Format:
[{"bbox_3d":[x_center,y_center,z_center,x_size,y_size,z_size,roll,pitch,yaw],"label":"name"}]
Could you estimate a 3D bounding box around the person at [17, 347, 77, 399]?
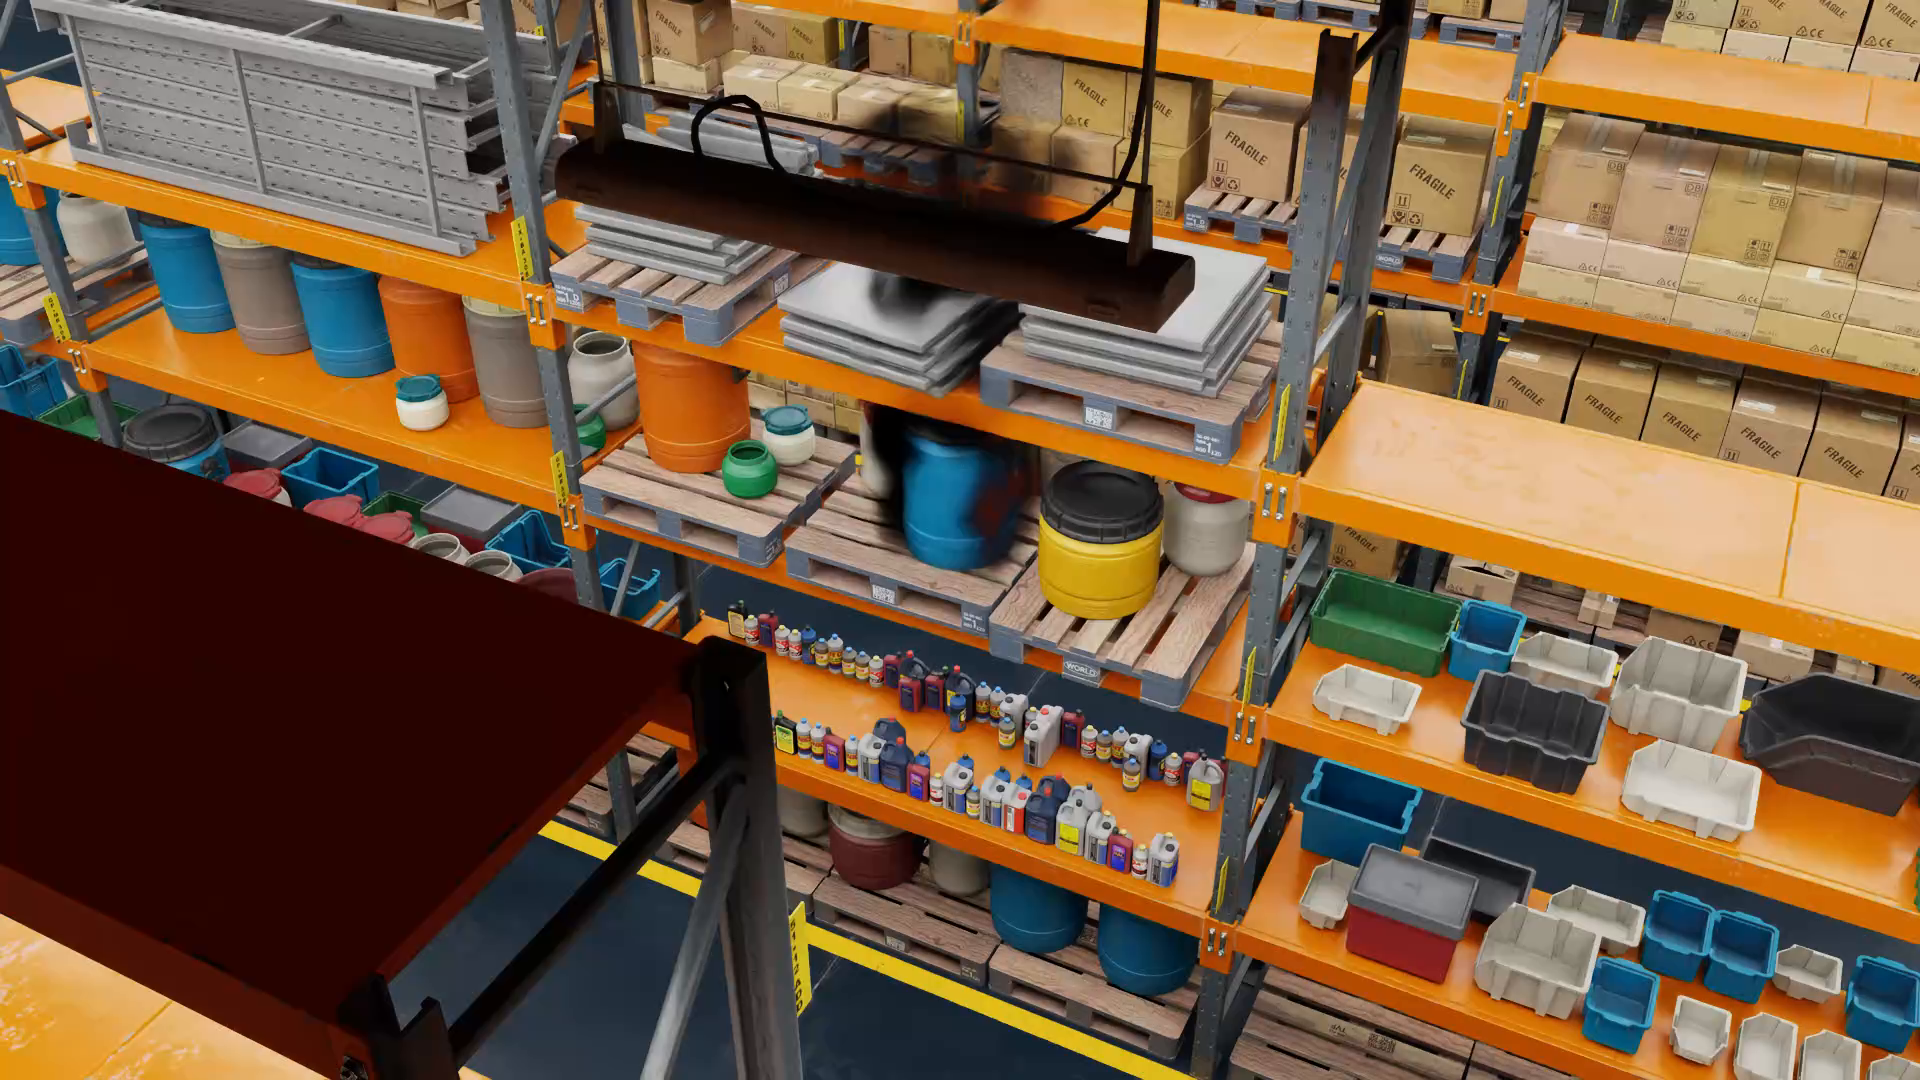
[{"bbox_3d":[-8.304,-1.701,14.931,0.824,1.602,0.576,14,37,19],"label":"person"}]
